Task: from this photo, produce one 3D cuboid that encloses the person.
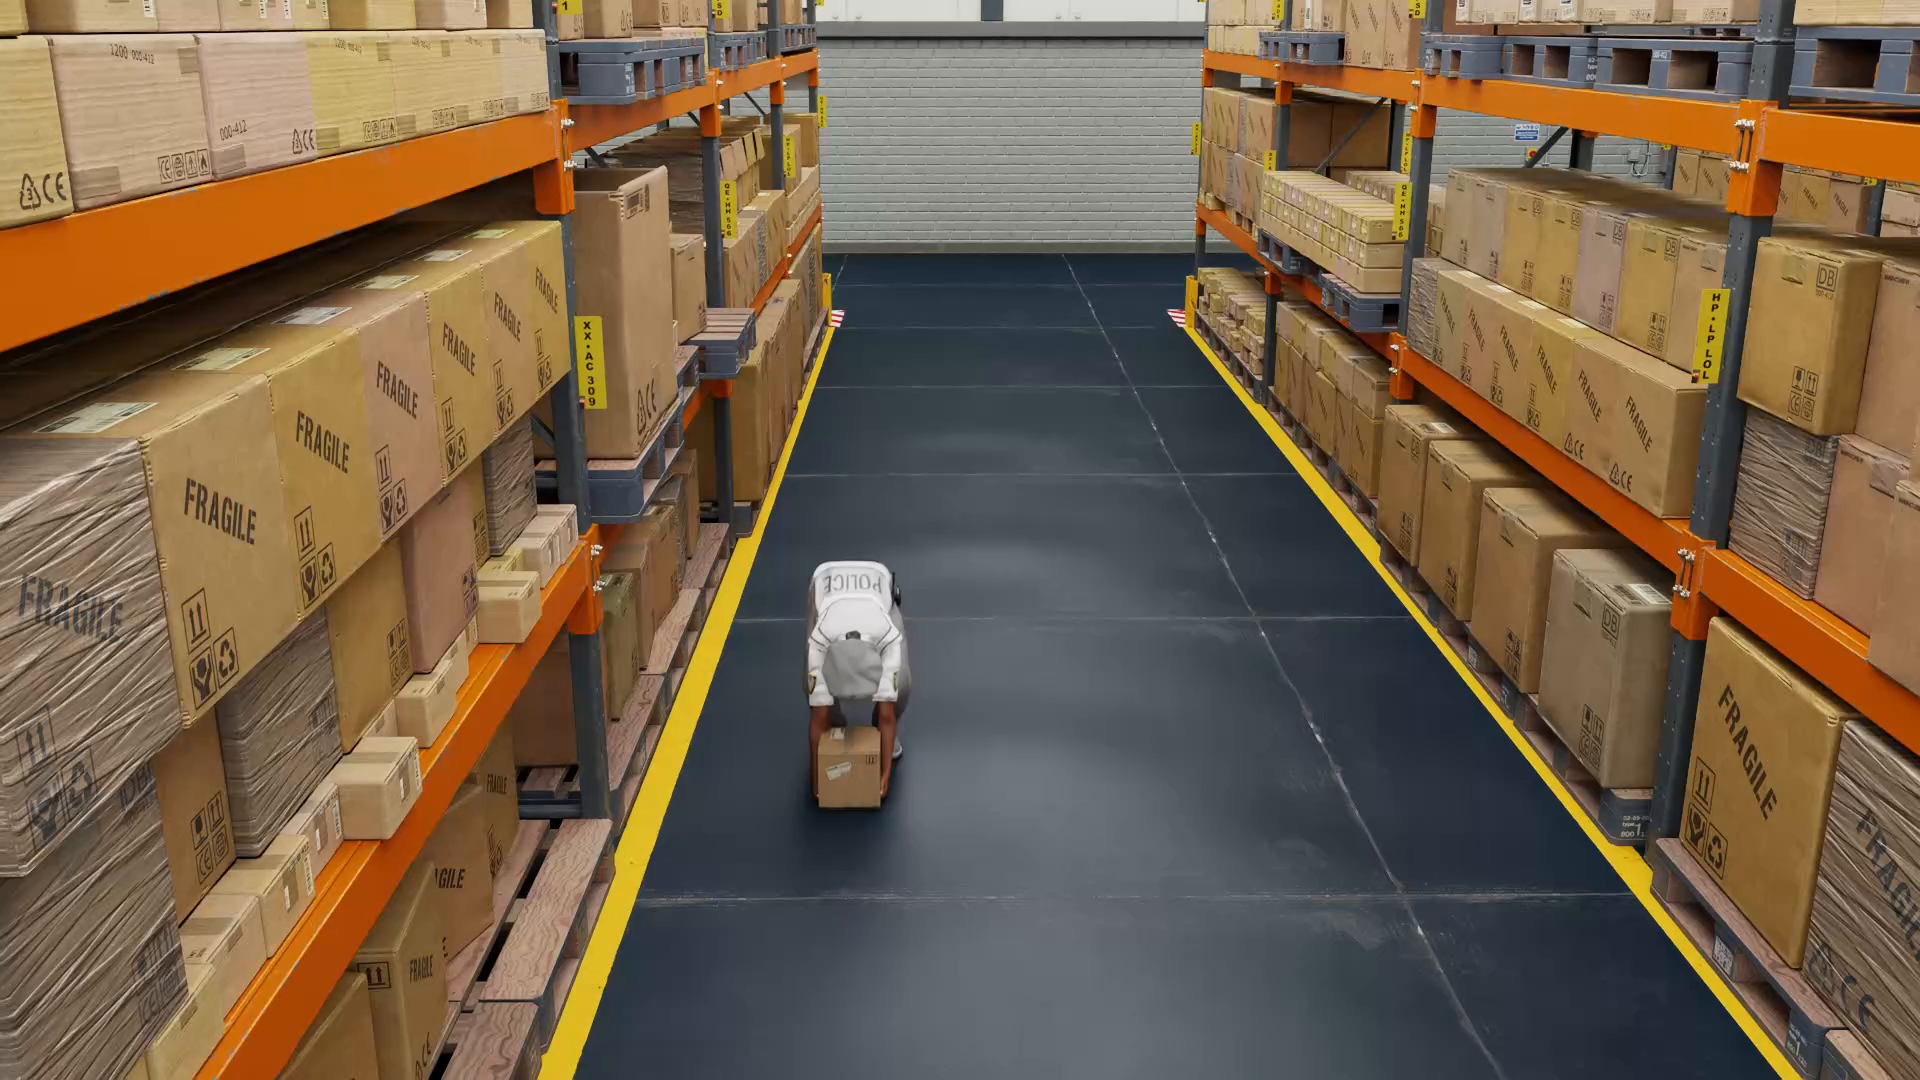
[{"bbox_3d":[-0.436,0.573,7.018,0.404,0.882,0.787,-1,17,-3],"label":"person"}]
